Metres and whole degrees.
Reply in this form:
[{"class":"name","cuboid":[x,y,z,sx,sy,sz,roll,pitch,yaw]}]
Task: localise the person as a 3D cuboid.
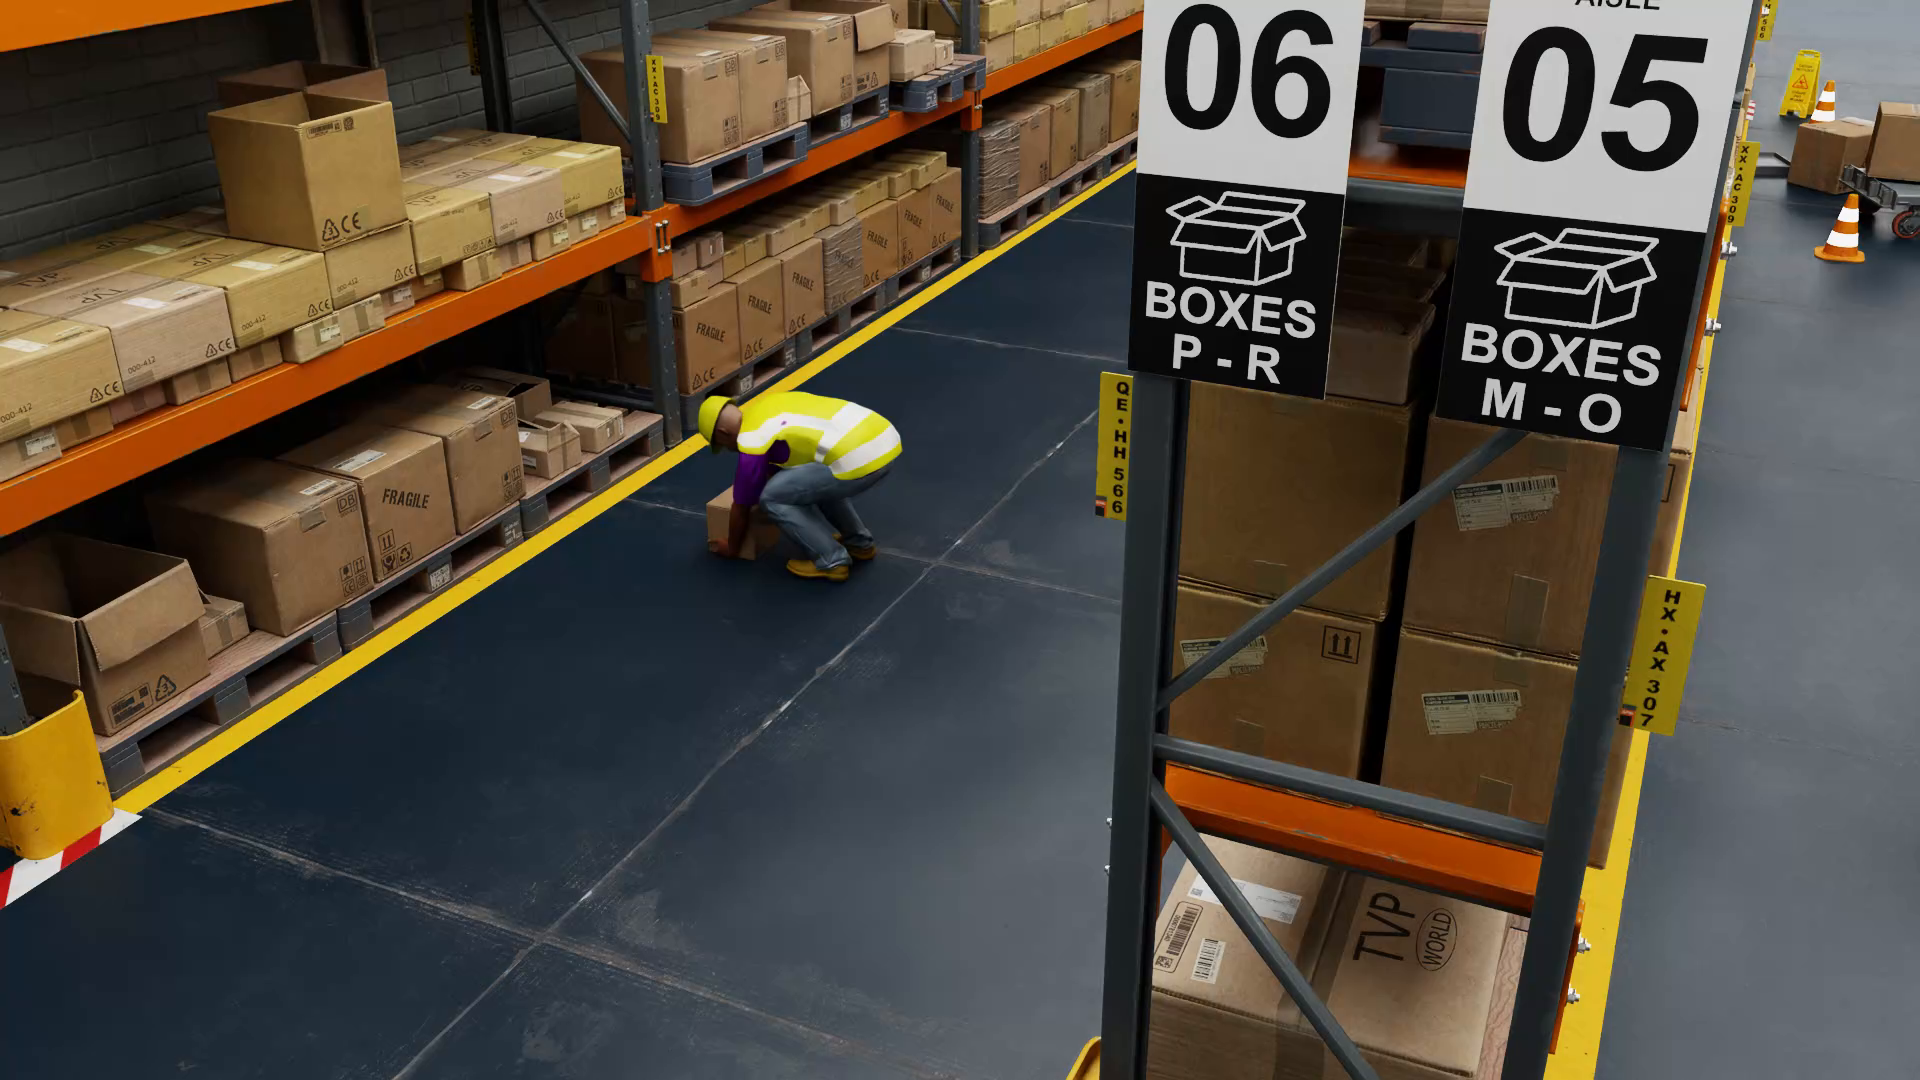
[{"class":"person","cuboid":[-0.763,-0.276,7.741,0.980,0.850,0.518,10,28,20]}]
